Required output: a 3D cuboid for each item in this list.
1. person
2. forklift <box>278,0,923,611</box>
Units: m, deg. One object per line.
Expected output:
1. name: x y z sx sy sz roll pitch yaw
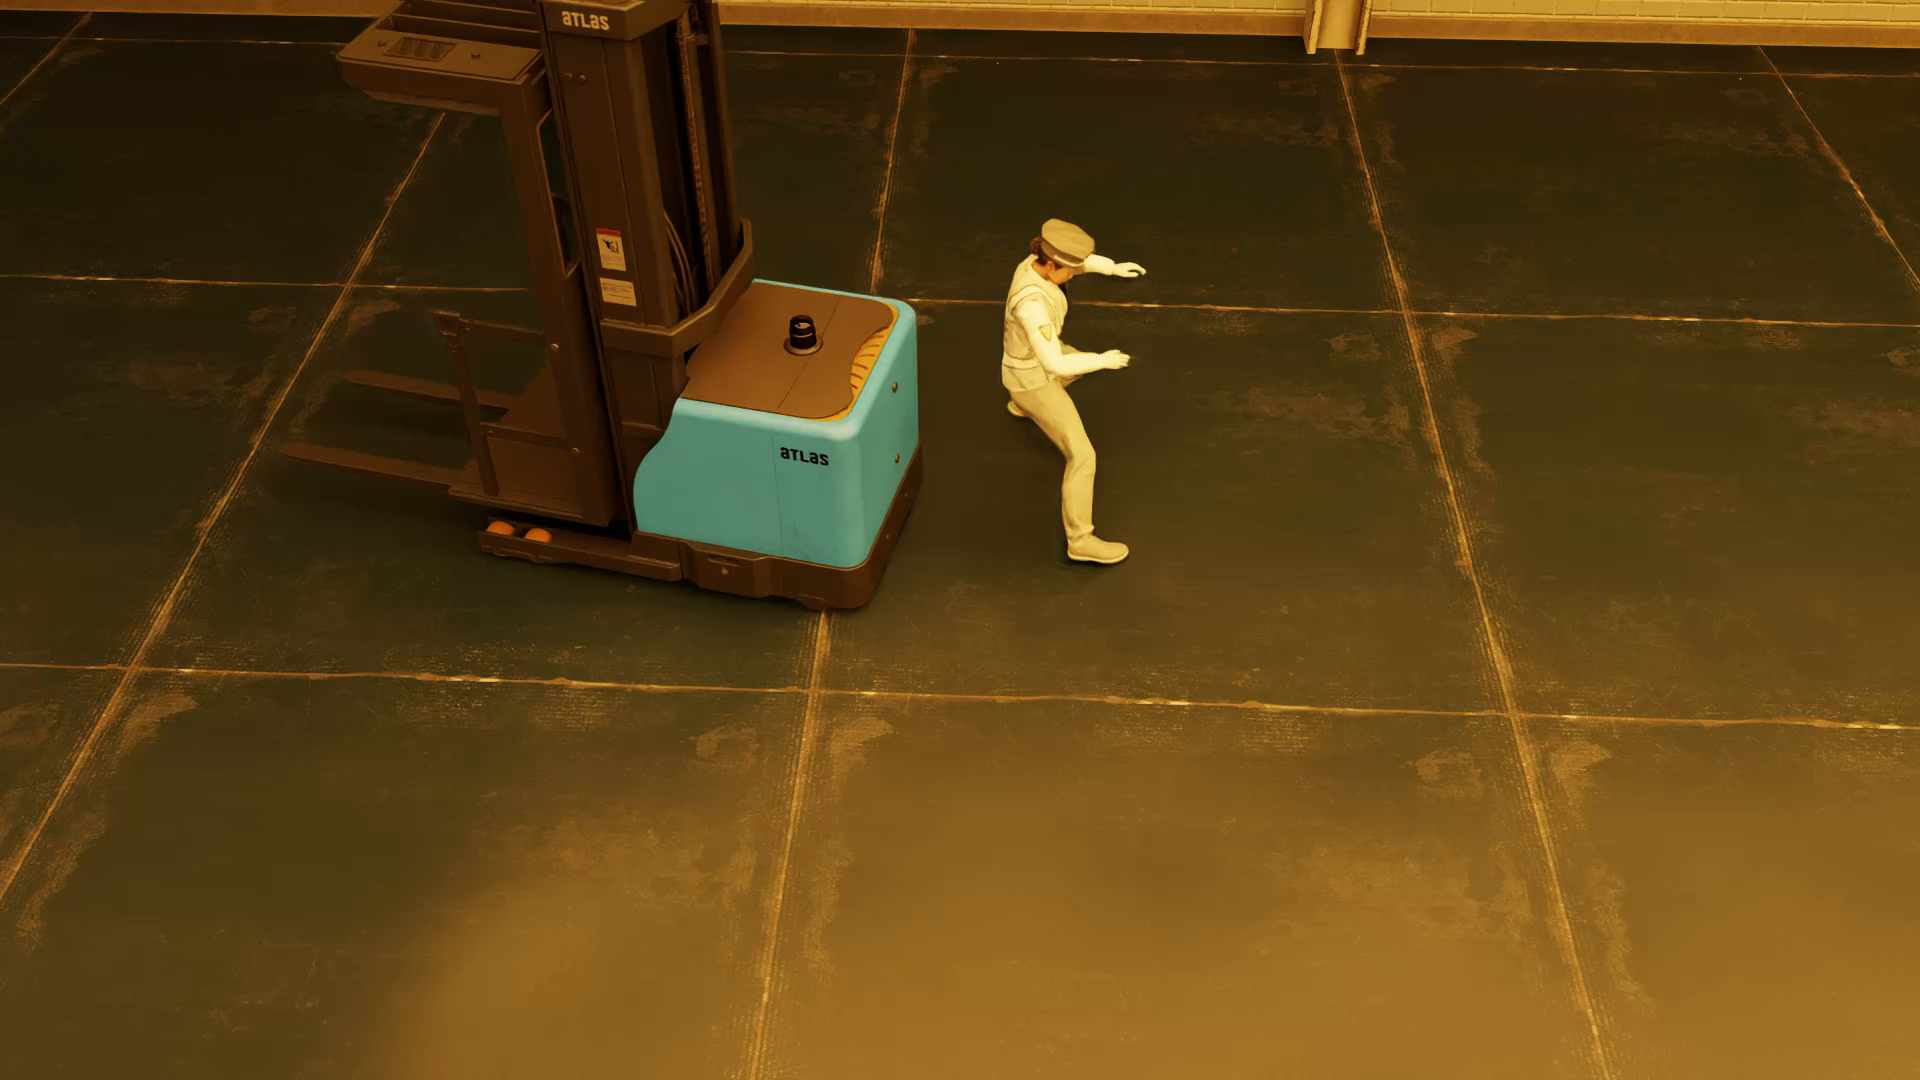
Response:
1. person: 0.525 -0.828 7.748 0.669 1.467 1.189 5 43 6
2. forklift: -1.758 -1.306 7.173 3.031 2.935 1.130 10 43 11
